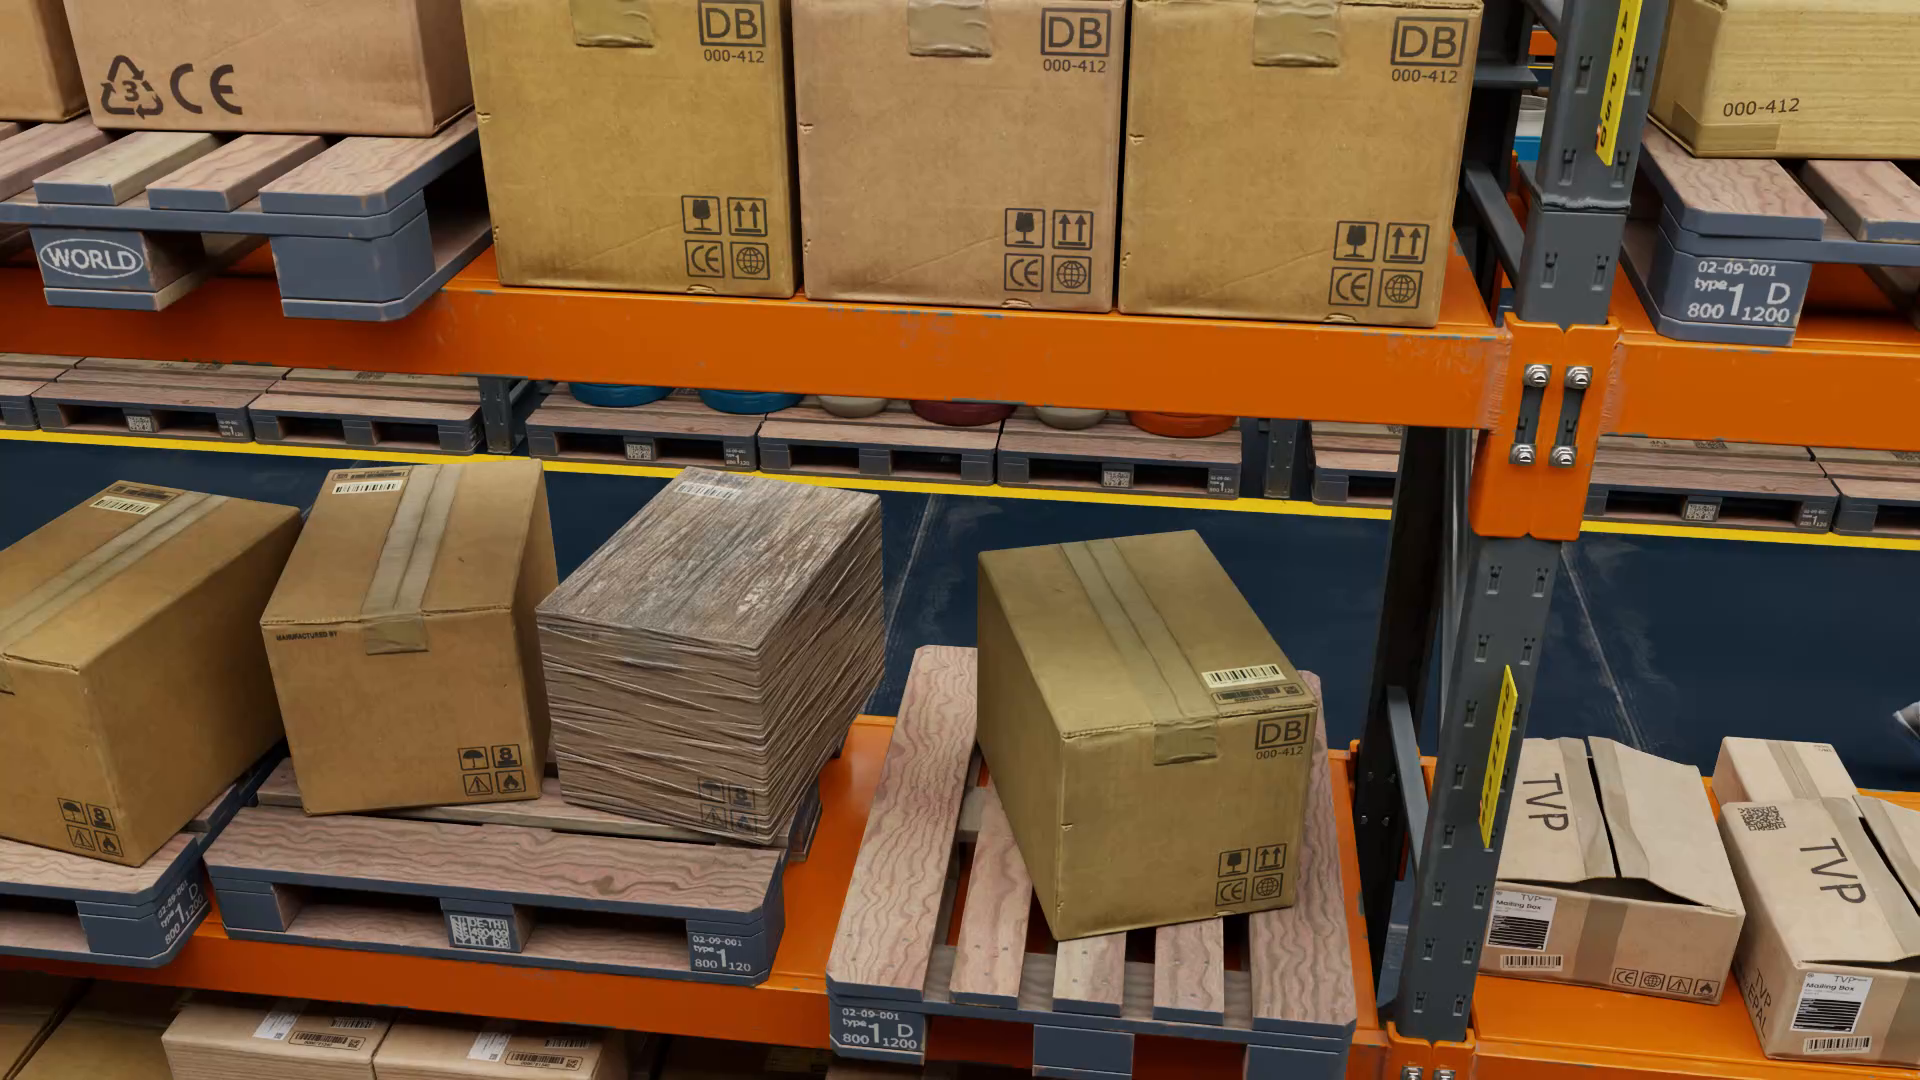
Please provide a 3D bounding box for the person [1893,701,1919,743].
[{"bbox_3d":[3.879,0.217,5.709,0.869,1.625,0.490,7,29,13],"label":"person"}]
